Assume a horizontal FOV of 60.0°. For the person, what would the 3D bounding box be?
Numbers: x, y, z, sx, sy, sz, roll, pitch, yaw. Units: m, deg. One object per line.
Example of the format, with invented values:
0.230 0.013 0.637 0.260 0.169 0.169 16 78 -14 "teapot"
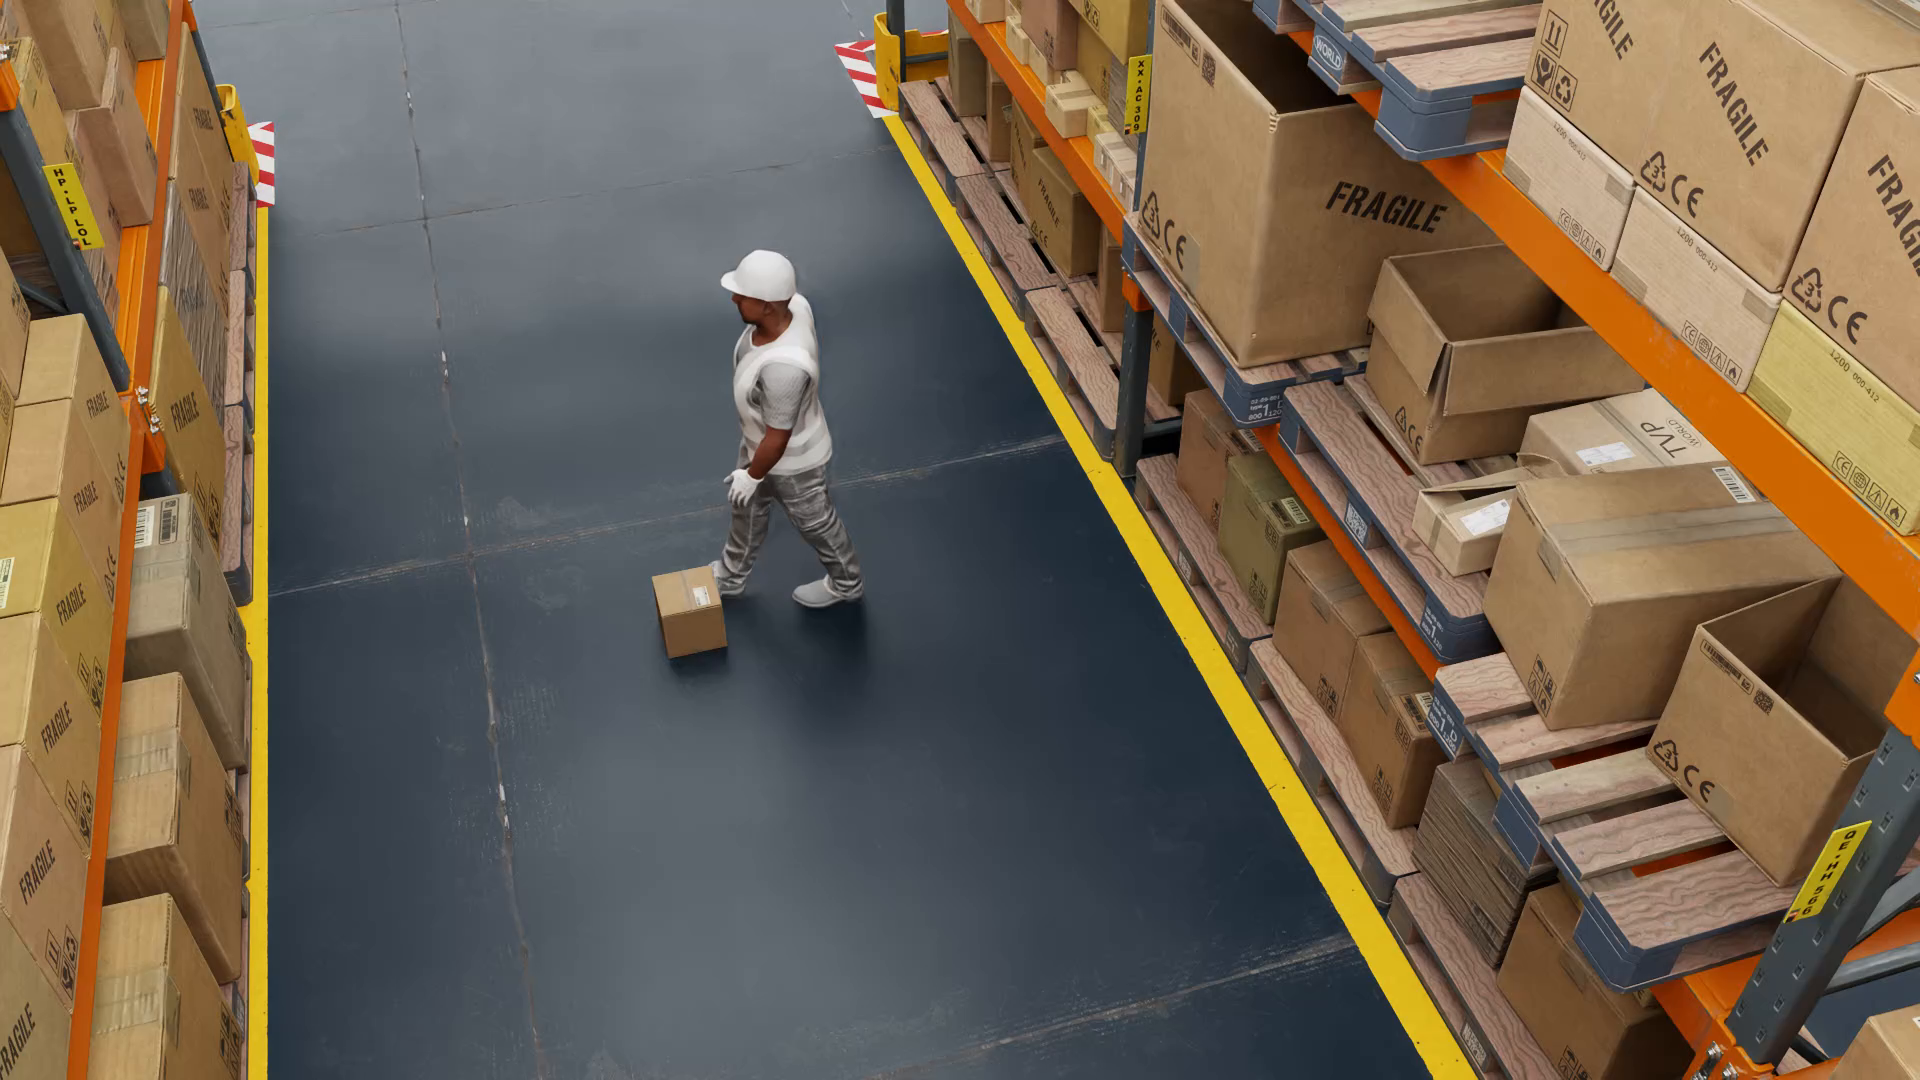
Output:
-0.802 -0.363 6.518 0.797 1.760 0.599 -8 43 -9 "person"
